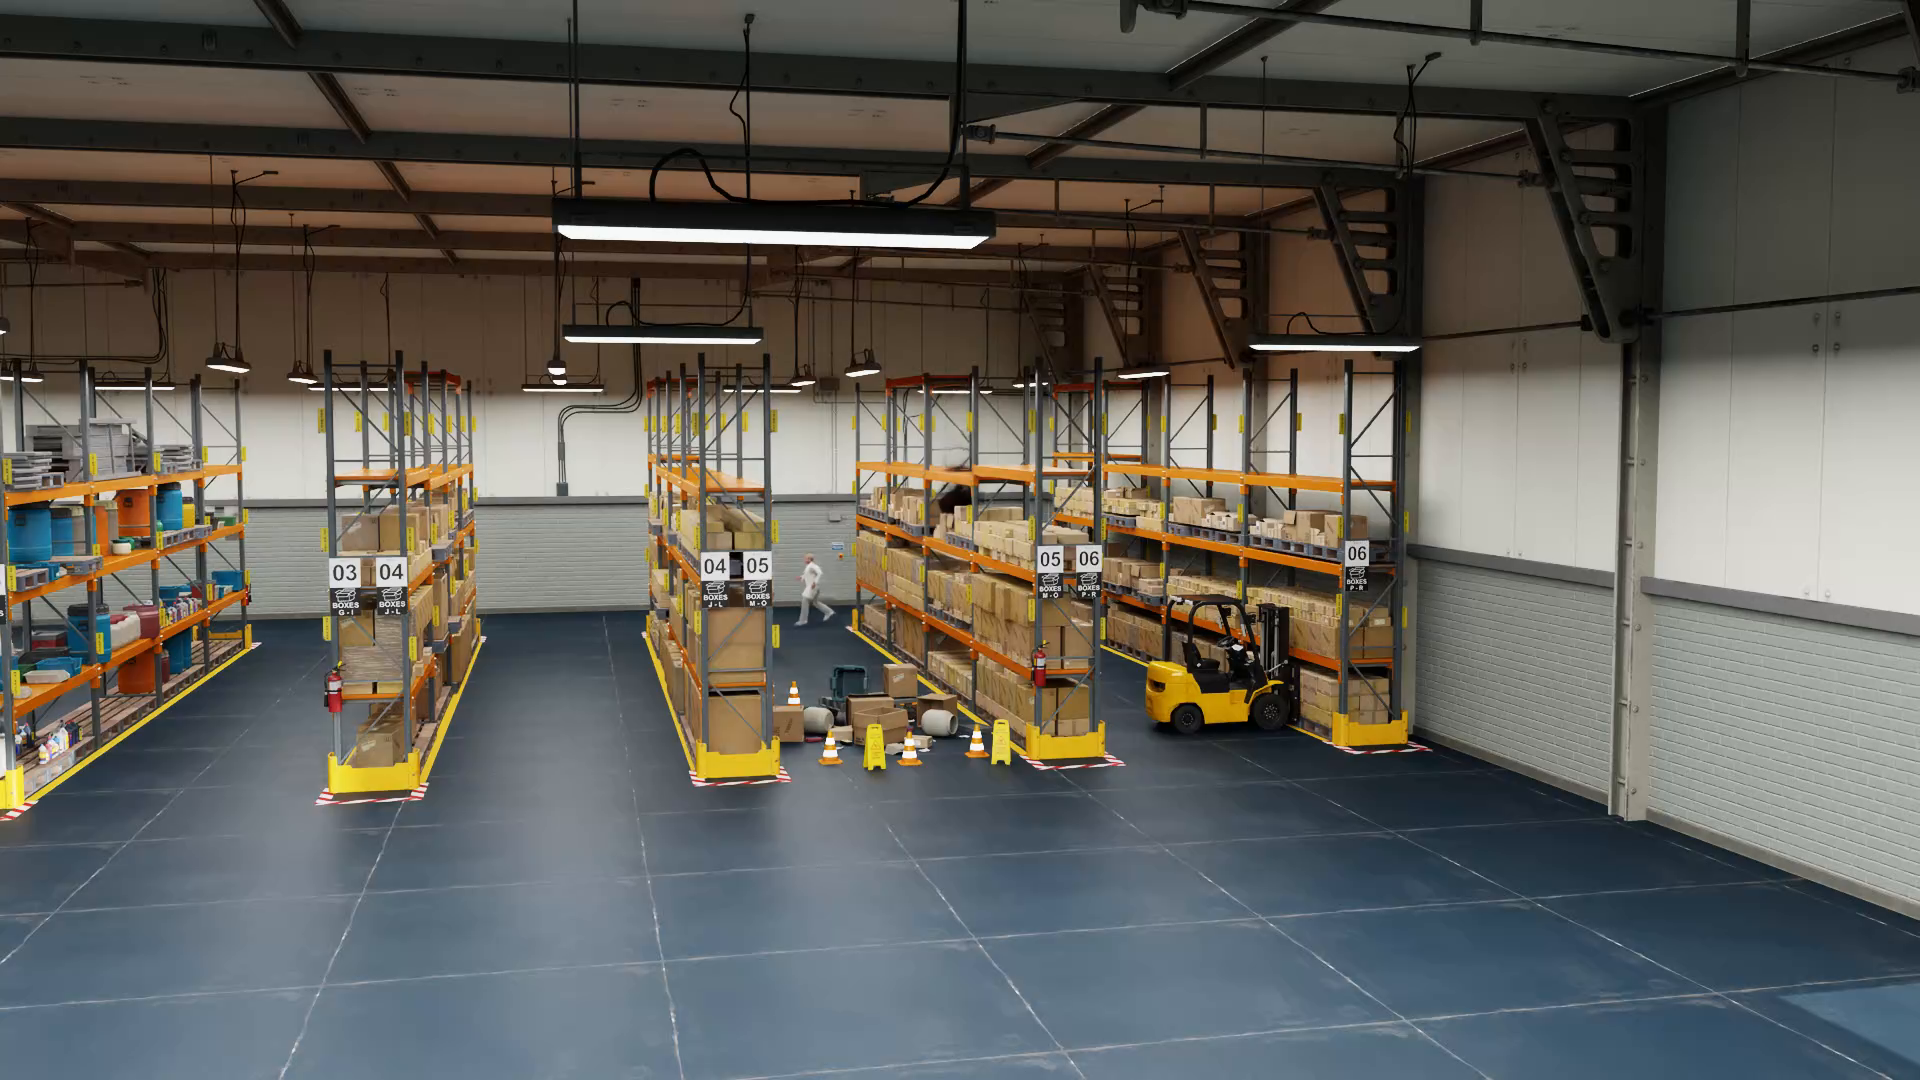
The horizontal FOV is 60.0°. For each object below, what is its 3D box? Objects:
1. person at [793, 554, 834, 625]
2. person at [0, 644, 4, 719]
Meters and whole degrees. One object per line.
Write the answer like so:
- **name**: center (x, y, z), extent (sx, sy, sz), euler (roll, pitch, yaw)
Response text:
- **person**: center (-3.642, 1.235, 41.504), extent (1.037, 1.798, 0.702), euler (-1, 4, -8)
- **person**: center (-16.007, 2.255, 27.437), extent (0.593, 1.645, 0.907), euler (0, 4, -7)
